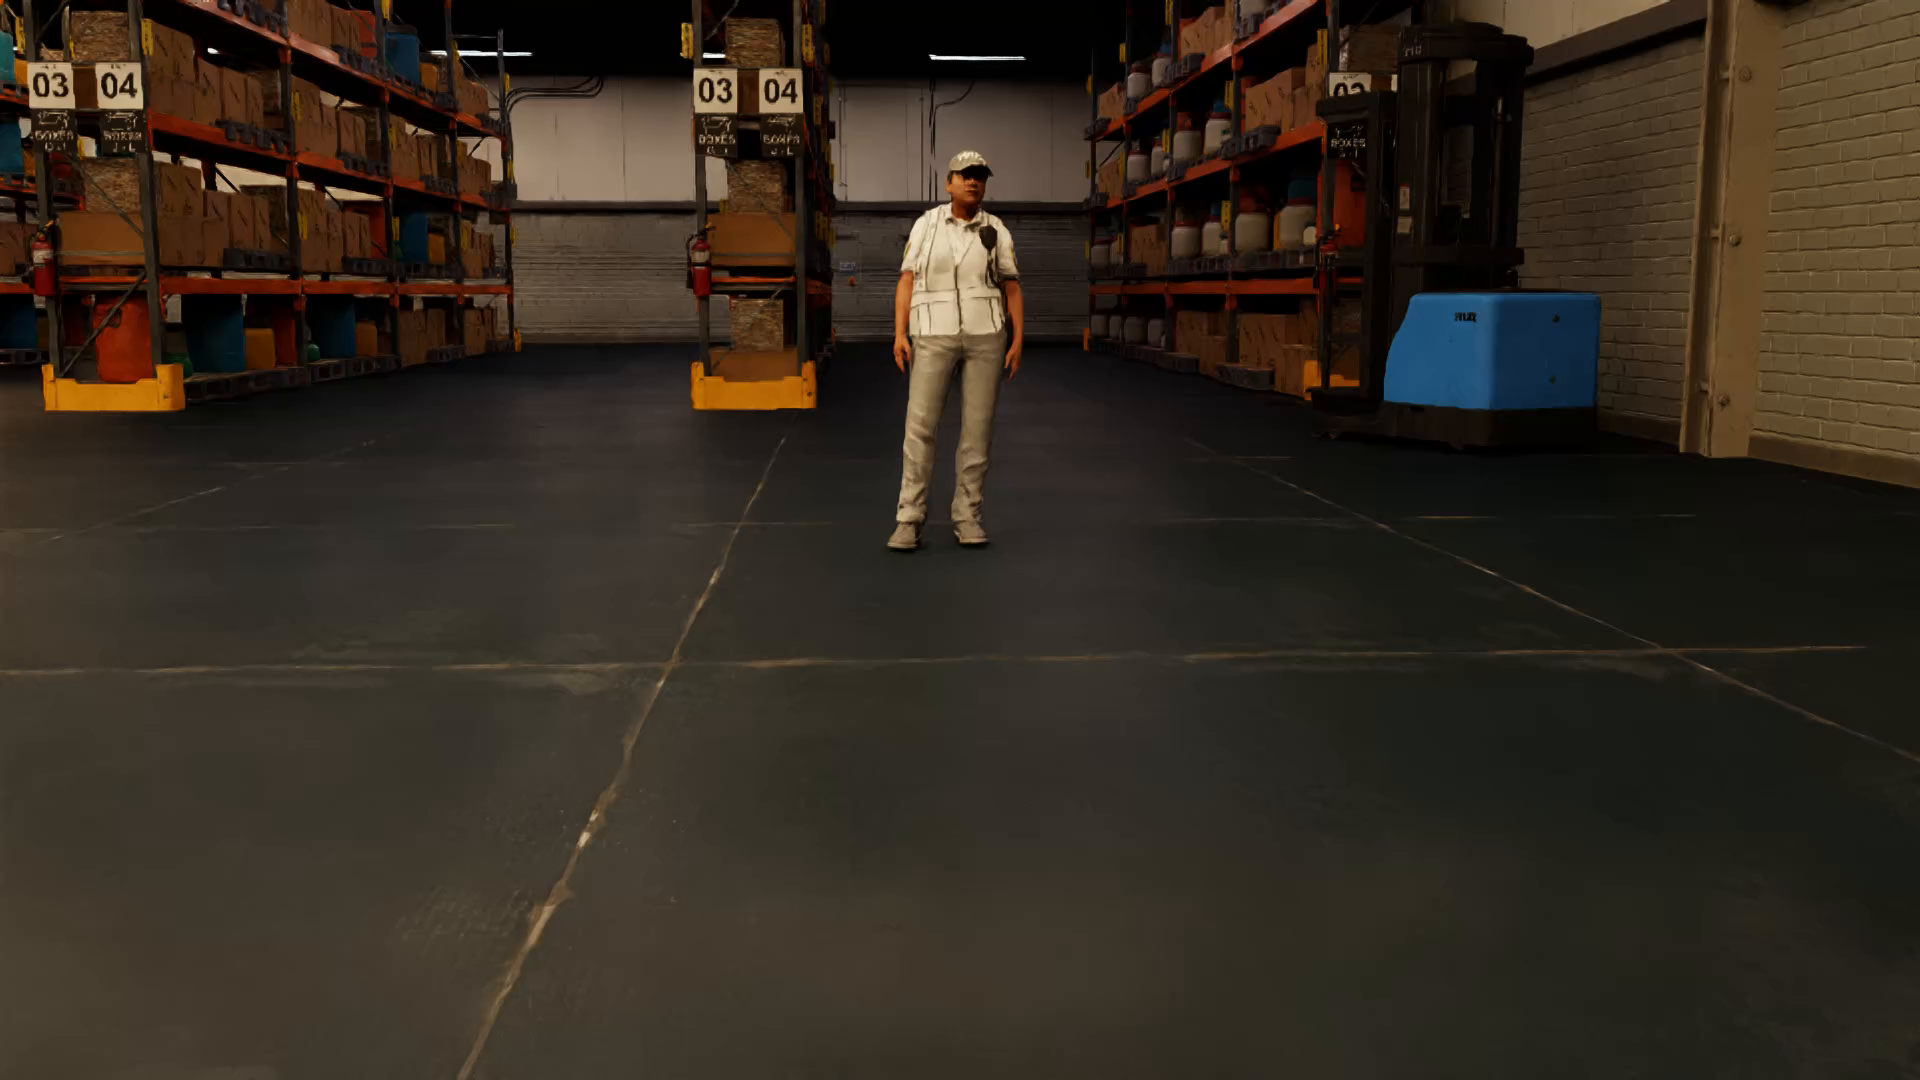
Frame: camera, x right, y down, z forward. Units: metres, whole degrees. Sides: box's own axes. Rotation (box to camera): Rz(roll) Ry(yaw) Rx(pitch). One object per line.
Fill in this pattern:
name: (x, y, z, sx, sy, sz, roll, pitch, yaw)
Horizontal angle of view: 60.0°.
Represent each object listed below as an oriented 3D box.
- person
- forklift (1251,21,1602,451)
person: (-0.018, -0.820, 7.109, 0.598, 1.669, 0.529, -1, 8, -4)
forklift: (3.319, -2.230, 12.349, 1.130, 2.935, 3.031, -4, 9, -23)
